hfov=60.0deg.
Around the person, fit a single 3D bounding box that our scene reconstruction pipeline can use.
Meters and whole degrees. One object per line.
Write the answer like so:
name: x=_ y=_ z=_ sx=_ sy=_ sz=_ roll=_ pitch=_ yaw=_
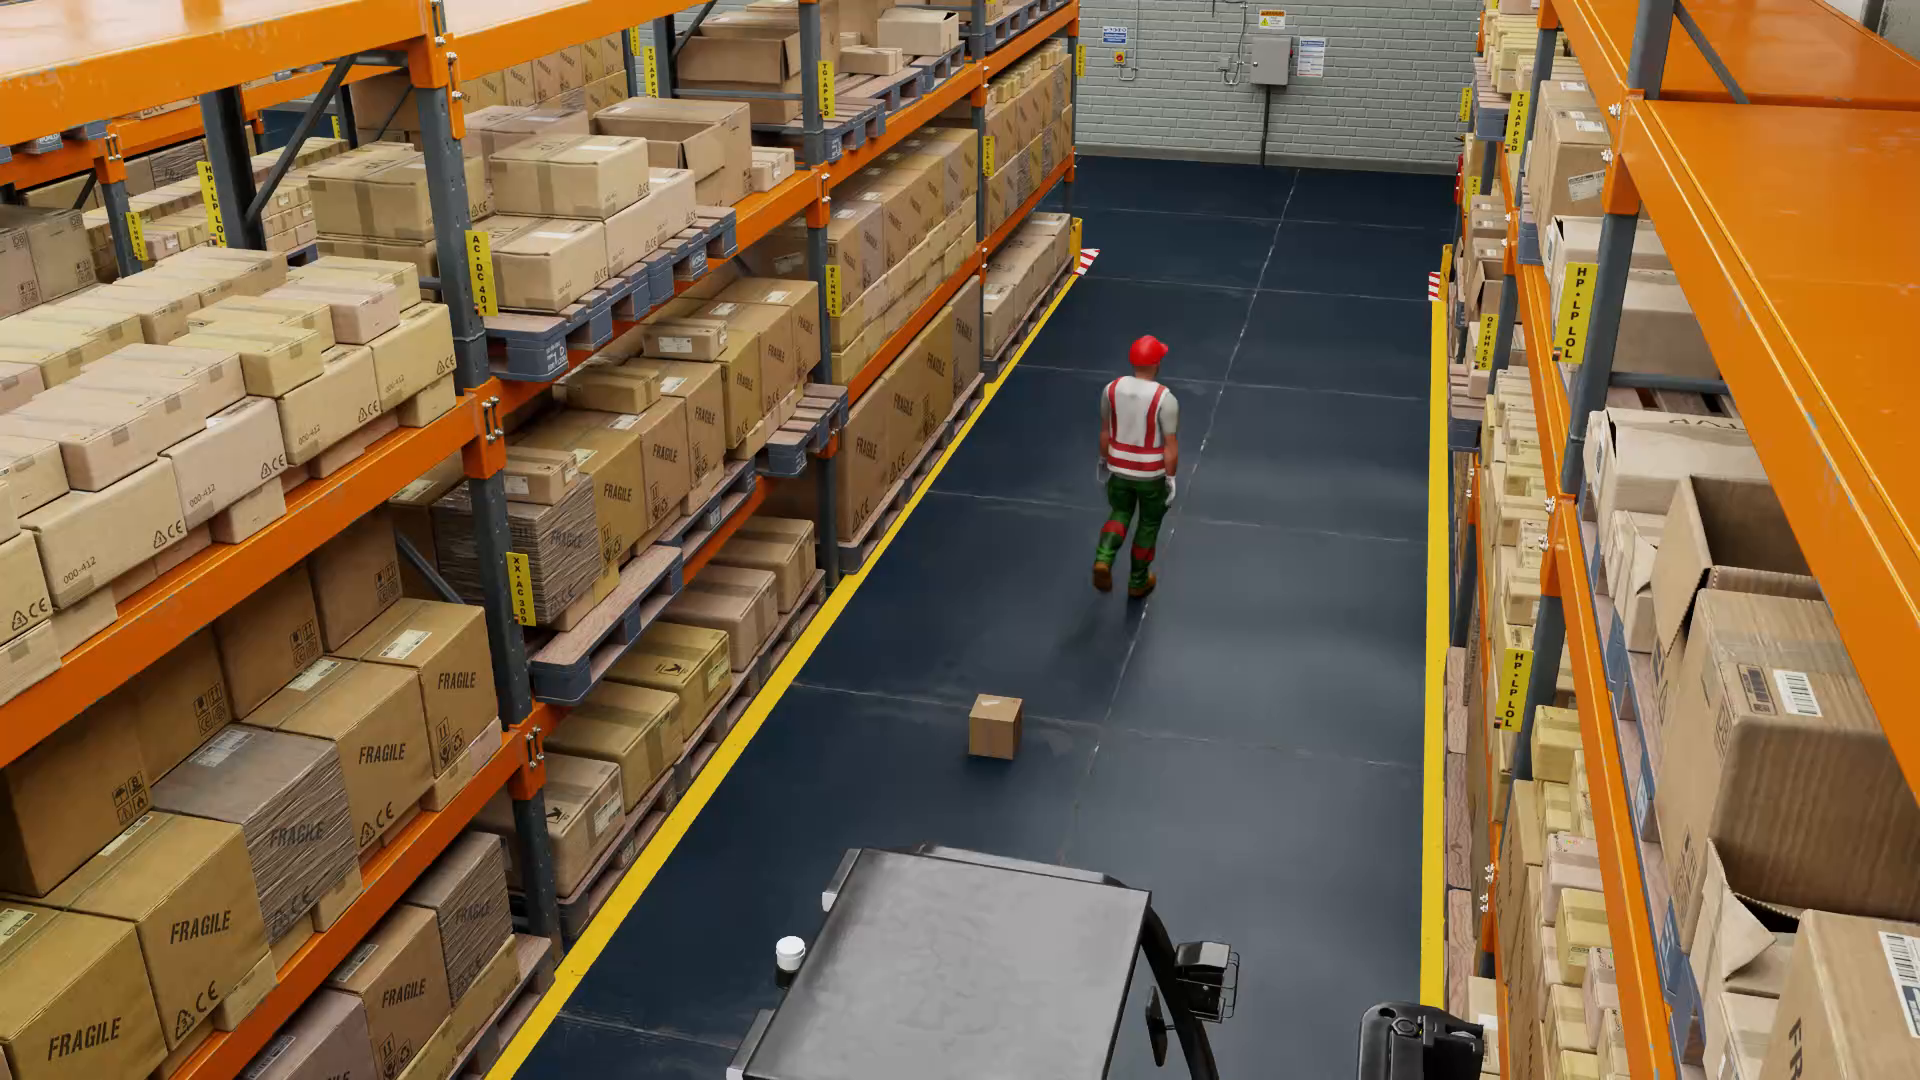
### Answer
person: x=1.112 y=-0.436 z=10.563 sx=0.585 sy=1.778 sz=0.609 roll=14 pitch=29 yaw=28
